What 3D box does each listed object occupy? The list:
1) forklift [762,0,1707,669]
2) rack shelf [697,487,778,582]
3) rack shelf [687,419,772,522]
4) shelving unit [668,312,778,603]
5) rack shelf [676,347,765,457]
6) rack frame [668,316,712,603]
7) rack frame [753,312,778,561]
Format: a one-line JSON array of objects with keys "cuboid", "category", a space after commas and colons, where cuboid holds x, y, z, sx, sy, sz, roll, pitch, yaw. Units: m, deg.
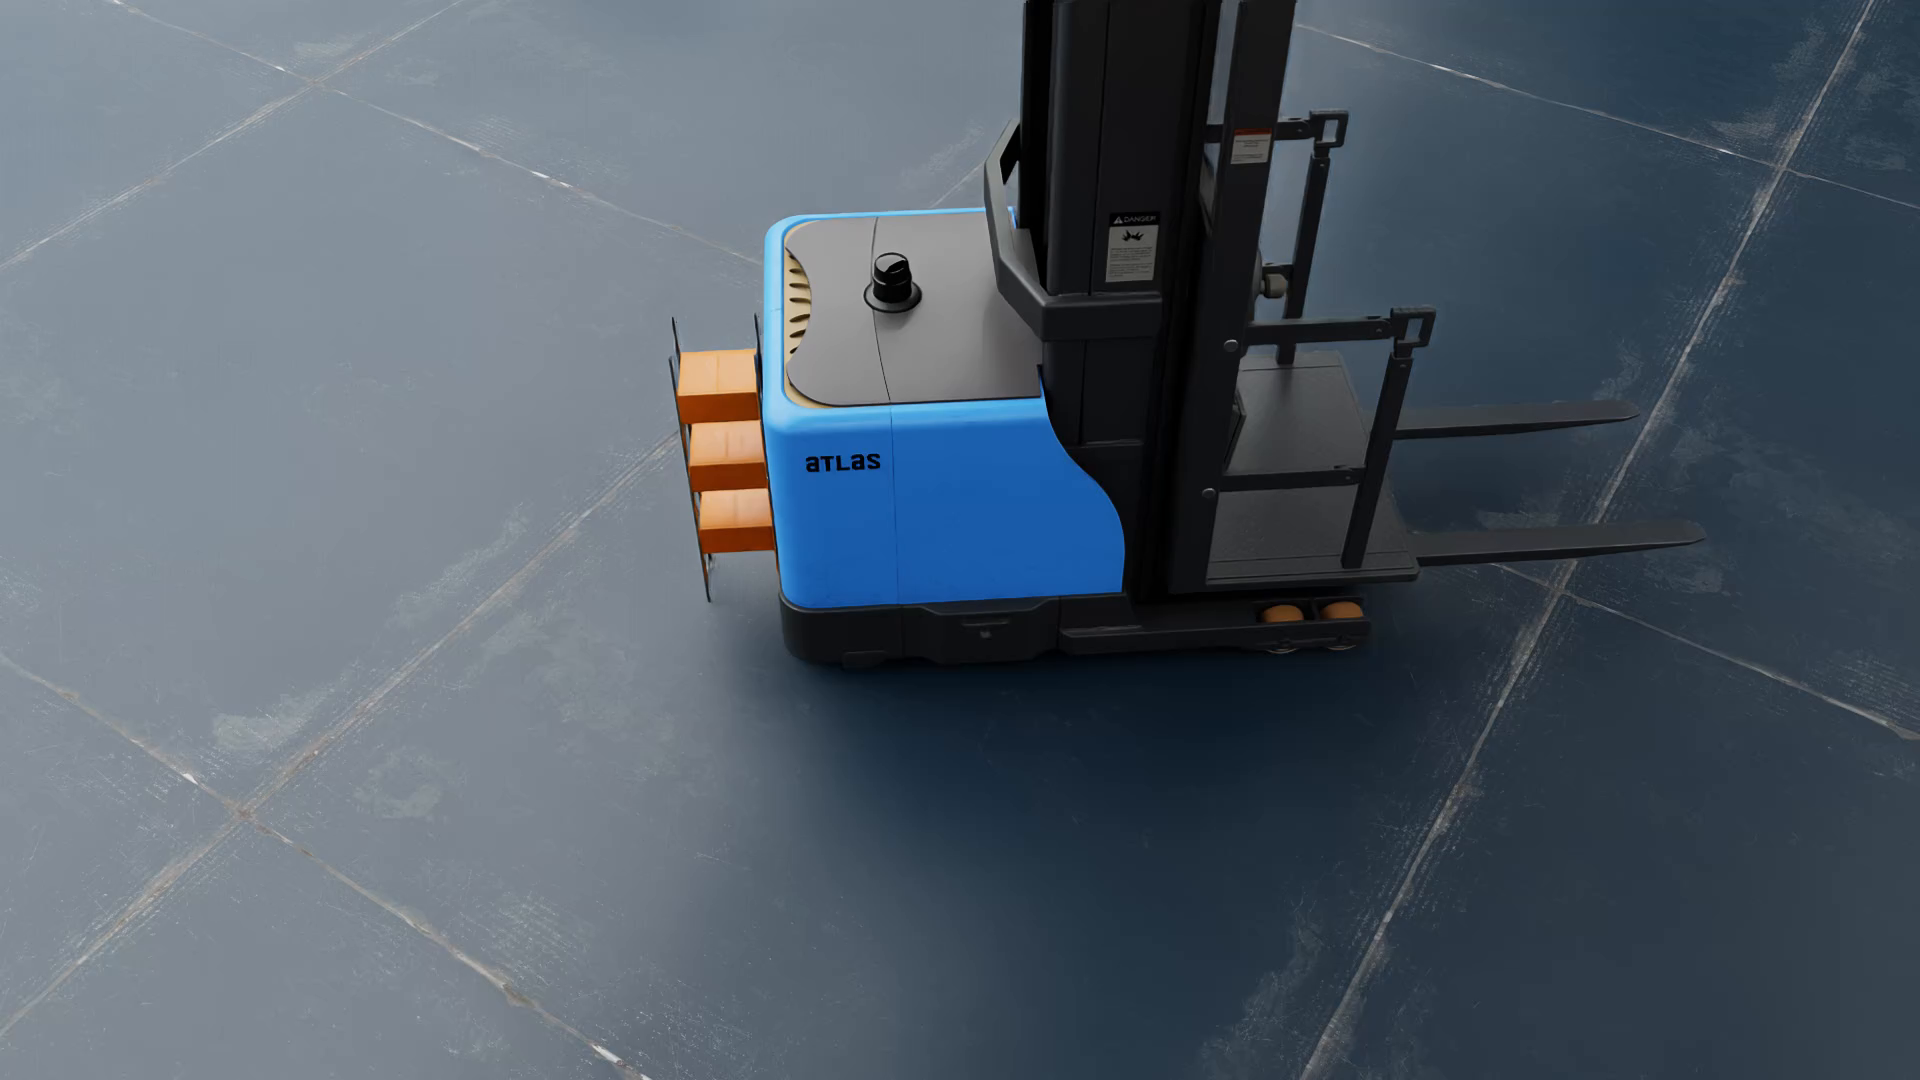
[{"cuboid": [0.915, -1.032, 4.709, 3.031, 2.935, 1.130, -3, 46, -3], "category": "forklift"}, {"cuboid": [-0.723, -0.033, 5.452, 0.240, 0.259, 0.215, -3, 46, -3], "category": "rack shelf"}, {"cuboid": [-0.723, -0.227, 5.253, 0.240, 0.259, 0.215, -3, 46, -3], "category": "rack shelf"}, {"cuboid": [-0.723, -0.234, 5.245, 0.252, 1.050, 0.215, -3, 46, -3], "category": "shelving unit"}, {"cuboid": [-0.723, -0.424, 5.049, 0.240, 0.259, 0.215, -3, 46, -3], "category": "rack shelf"}, {"cuboid": [-0.844, -0.227, 5.239, 0.008, 1.050, 0.200, -3, 46, -3], "category": "rack frame"}, {"cuboid": [-0.601, -0.240, 5.252, 0.008, 1.050, 0.200, -3, 46, -3], "category": "rack frame"}]
